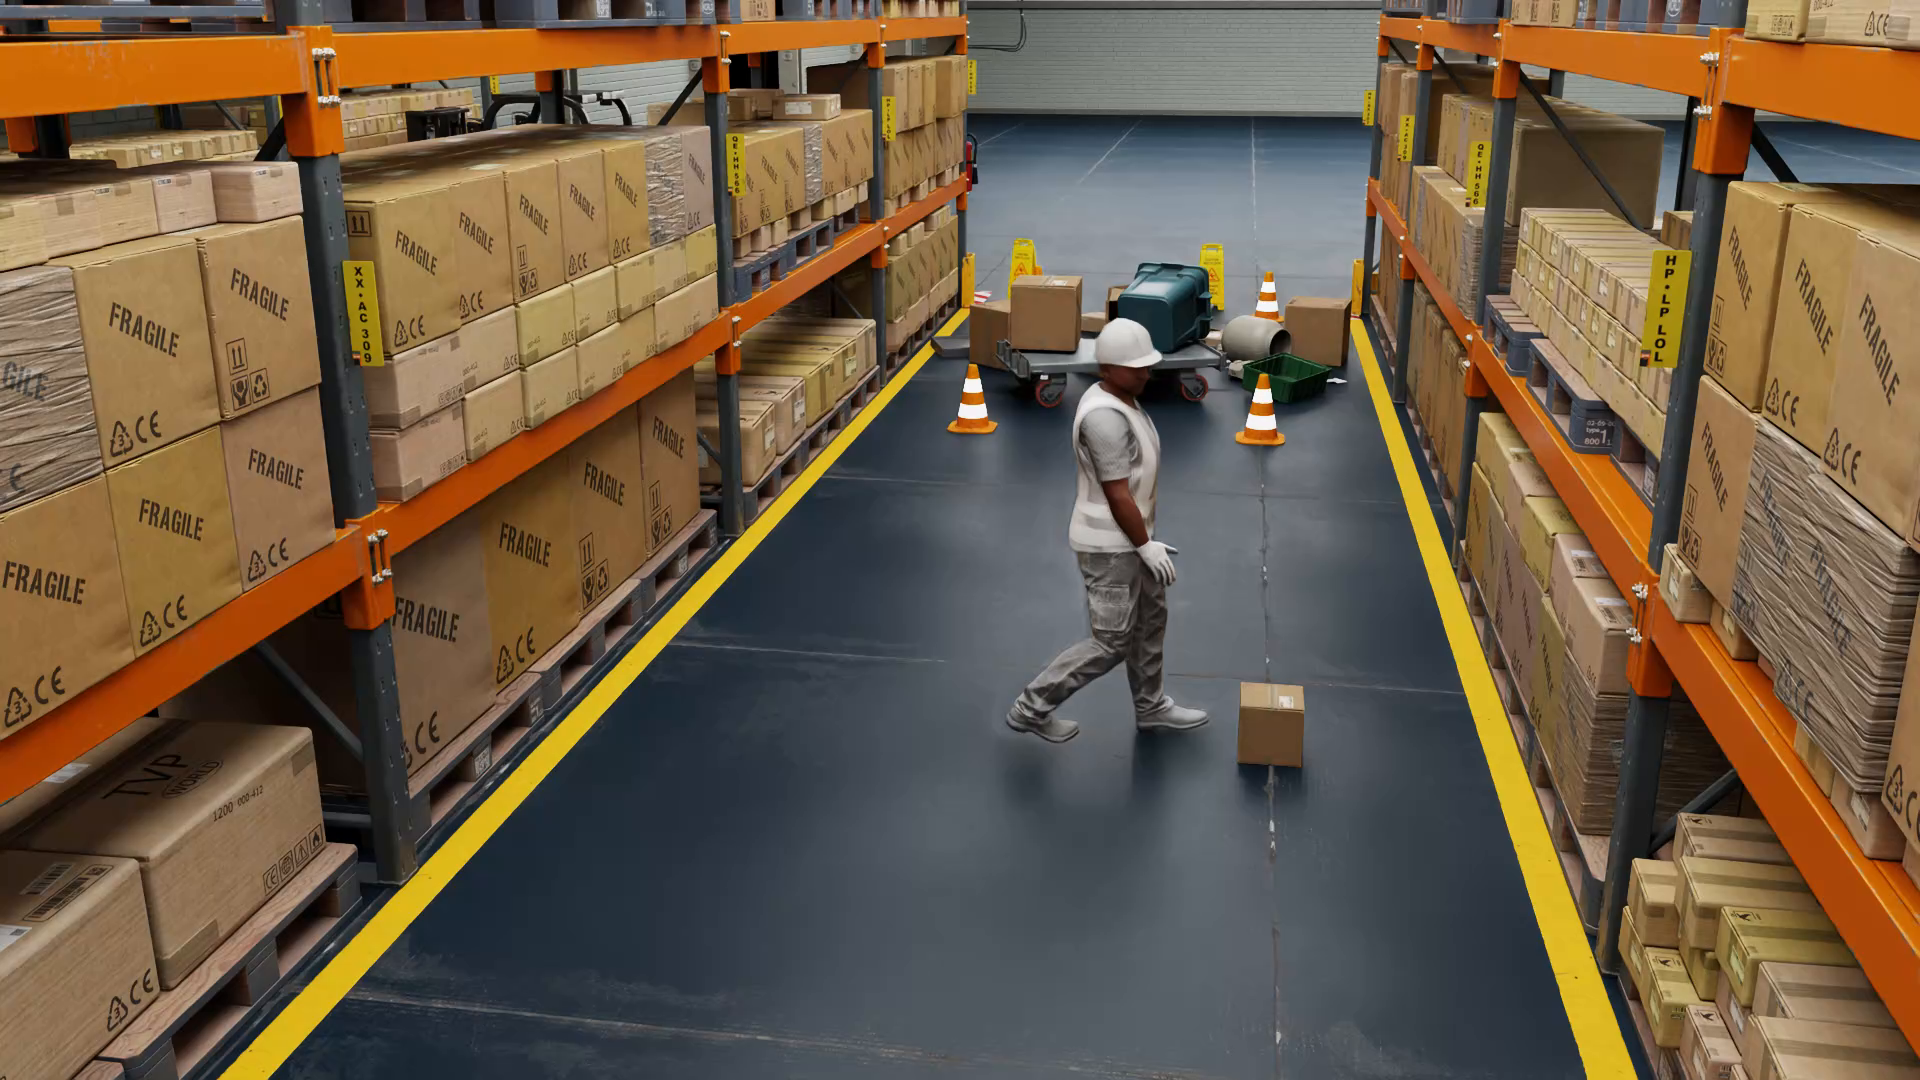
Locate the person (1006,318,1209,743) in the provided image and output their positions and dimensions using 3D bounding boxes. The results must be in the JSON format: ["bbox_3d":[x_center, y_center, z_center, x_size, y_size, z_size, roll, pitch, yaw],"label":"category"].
[{"bbox_3d":[0.608,-0.004,6.533,0.795,1.760,0.574,3,18,10],"label":"person"}]
